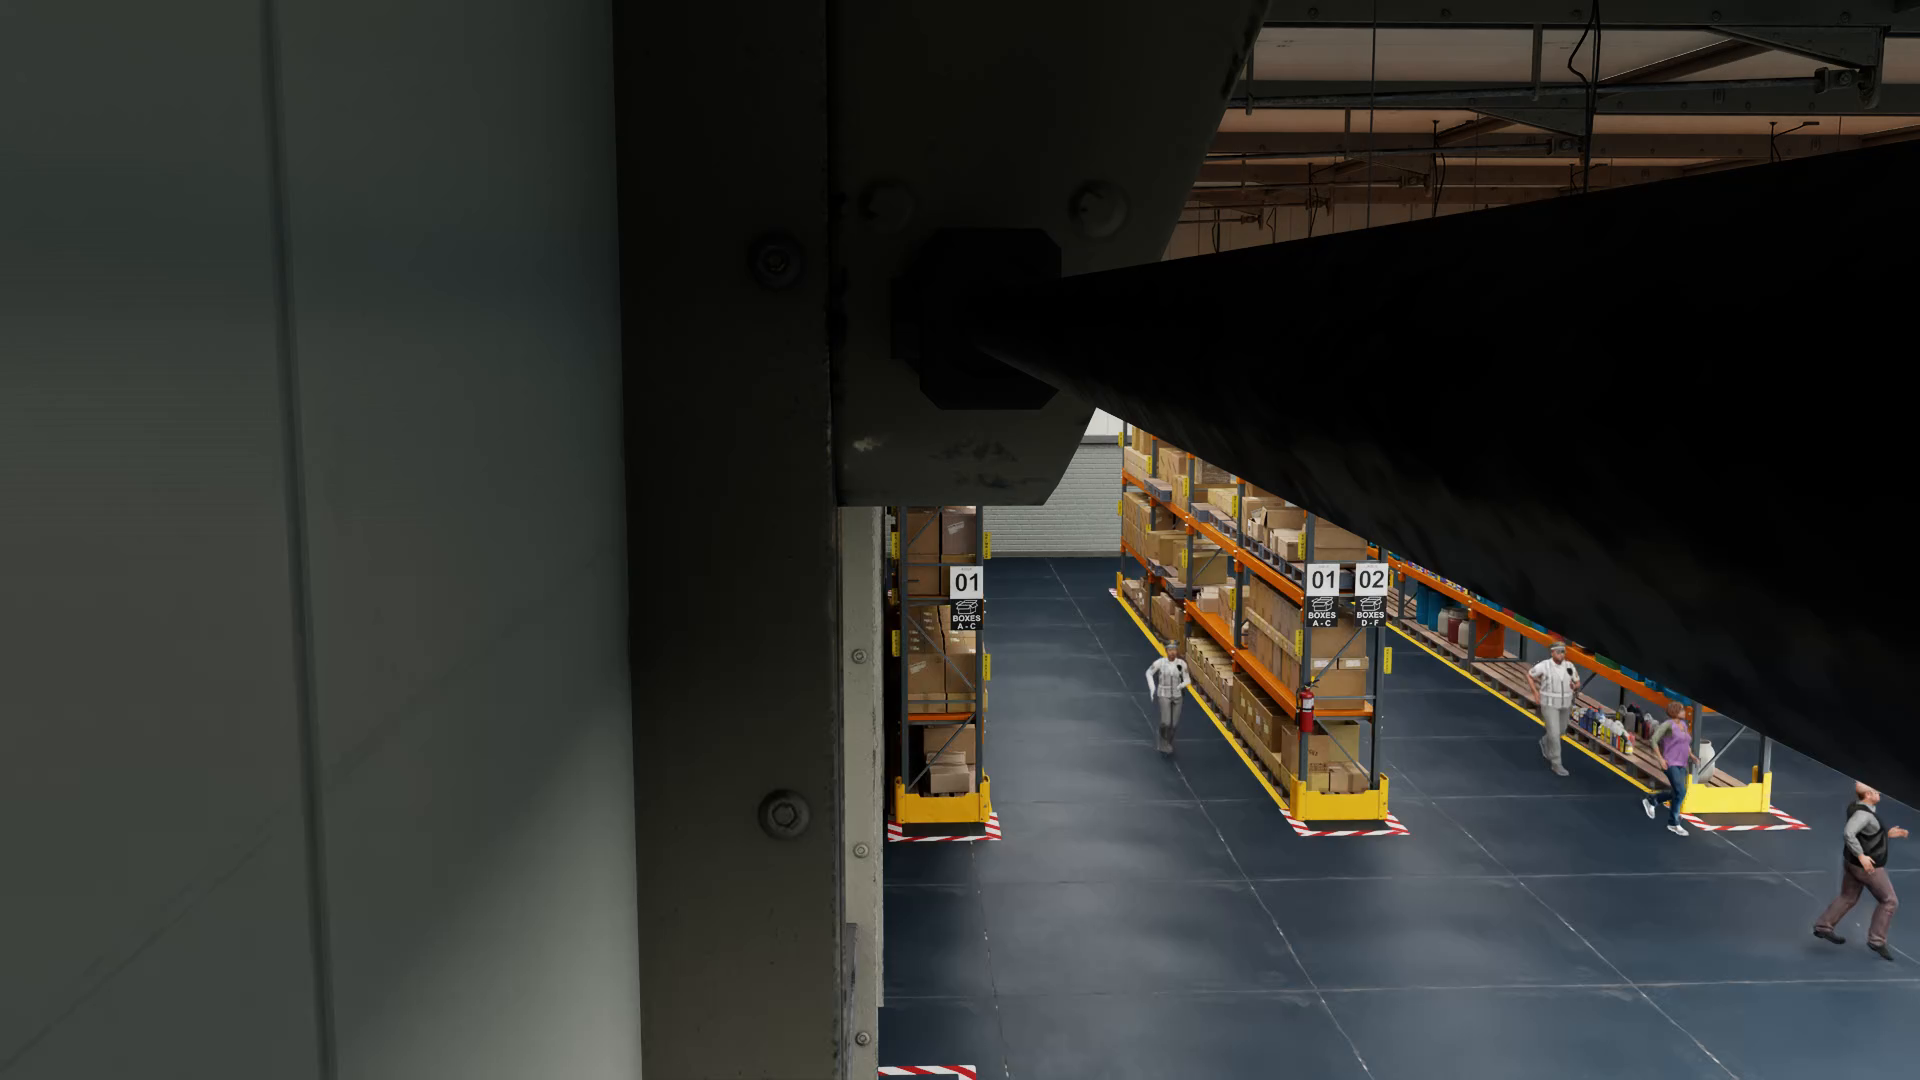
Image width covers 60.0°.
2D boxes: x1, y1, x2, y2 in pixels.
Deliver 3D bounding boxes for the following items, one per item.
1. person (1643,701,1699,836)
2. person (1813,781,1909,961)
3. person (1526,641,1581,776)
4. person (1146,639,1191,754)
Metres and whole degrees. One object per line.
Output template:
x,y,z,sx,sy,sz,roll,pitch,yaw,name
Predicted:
8.661,2.748,20.217,0.590,1.571,0.638,-6,10,-34,person
8.825,3.212,16.254,0.767,1.782,0.625,2,8,12,person
8.149,2.244,22.750,0.662,1.768,0.989,-1,8,-9,person
2.955,2.216,23.402,0.593,1.660,0.624,-1,8,-6,person
